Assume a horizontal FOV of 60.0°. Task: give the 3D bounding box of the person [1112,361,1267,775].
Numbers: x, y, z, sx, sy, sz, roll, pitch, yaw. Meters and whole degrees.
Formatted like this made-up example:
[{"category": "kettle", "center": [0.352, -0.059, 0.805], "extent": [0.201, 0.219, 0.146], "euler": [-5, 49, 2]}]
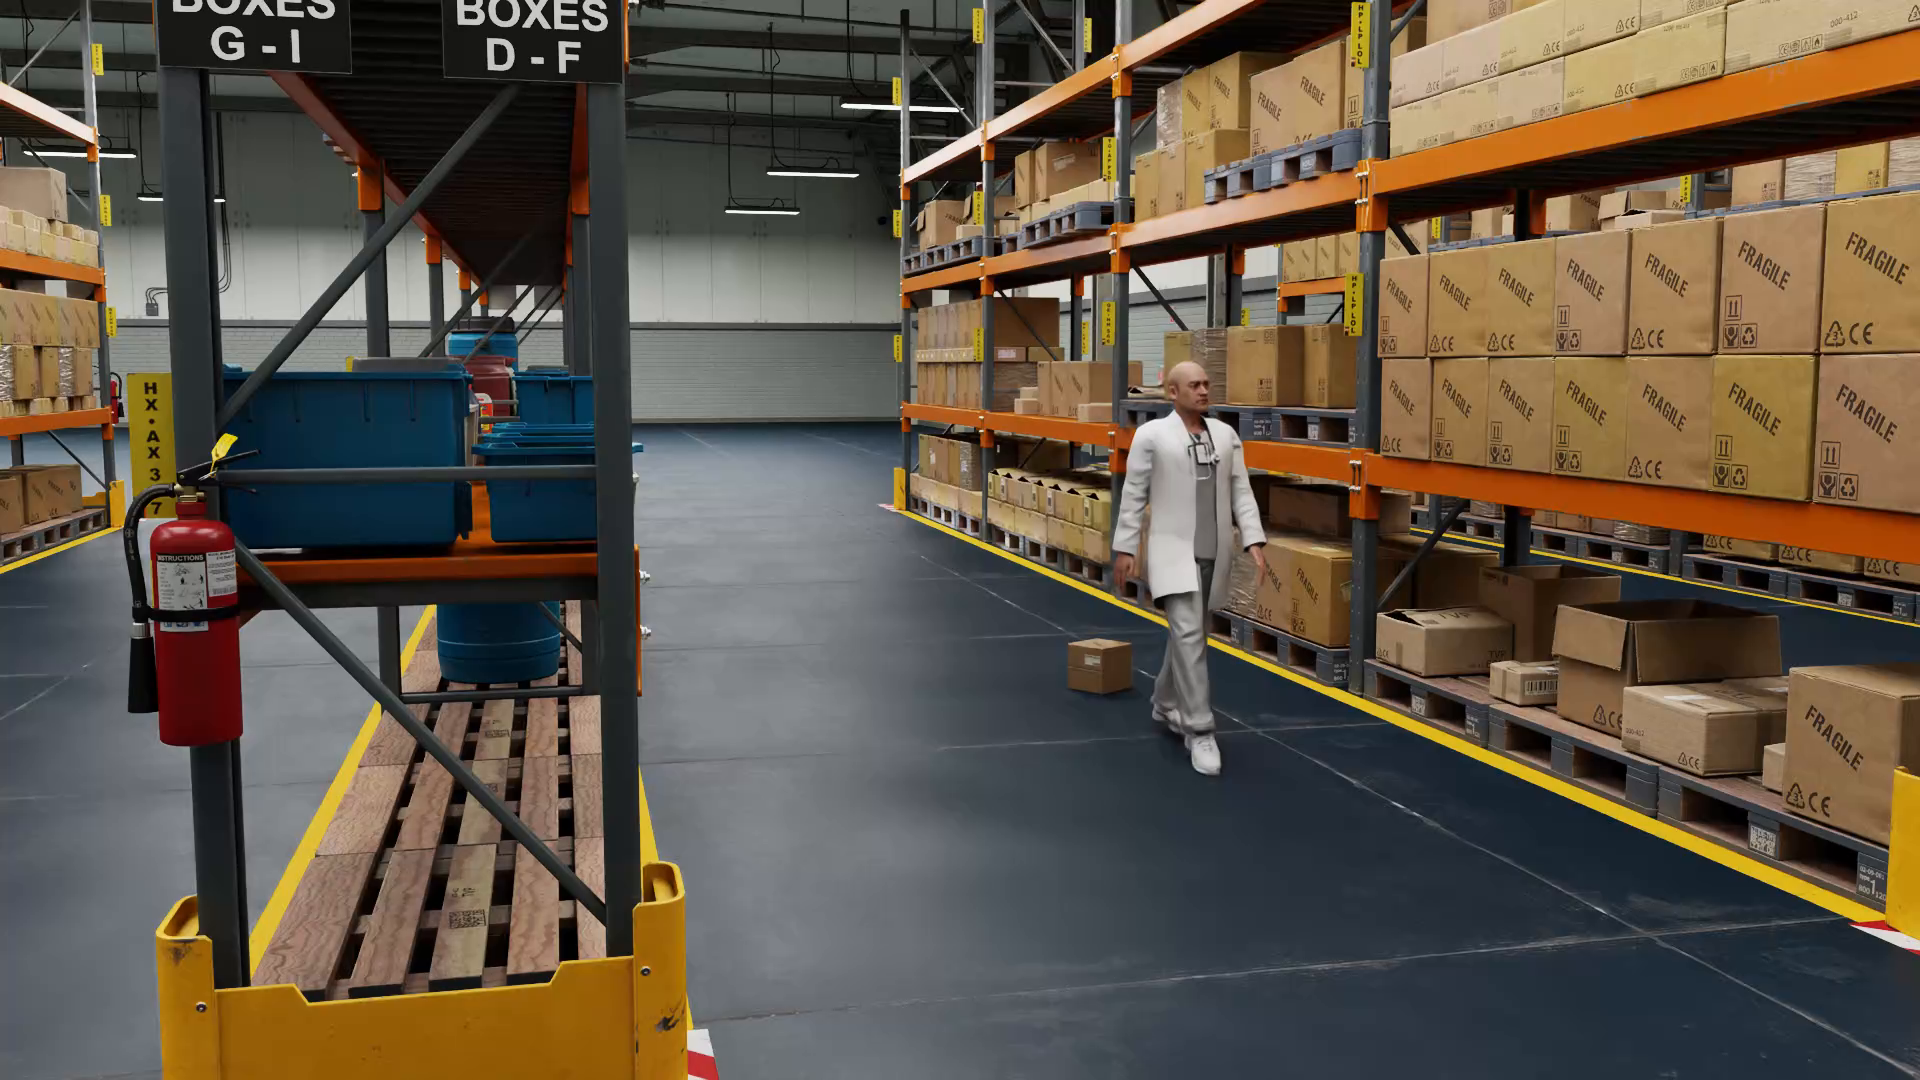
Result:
[{"category": "person", "center": [1.084, 0.081, 7.573], "extent": [0.621, 1.779, 0.941], "euler": [-3, 7, -24]}]
